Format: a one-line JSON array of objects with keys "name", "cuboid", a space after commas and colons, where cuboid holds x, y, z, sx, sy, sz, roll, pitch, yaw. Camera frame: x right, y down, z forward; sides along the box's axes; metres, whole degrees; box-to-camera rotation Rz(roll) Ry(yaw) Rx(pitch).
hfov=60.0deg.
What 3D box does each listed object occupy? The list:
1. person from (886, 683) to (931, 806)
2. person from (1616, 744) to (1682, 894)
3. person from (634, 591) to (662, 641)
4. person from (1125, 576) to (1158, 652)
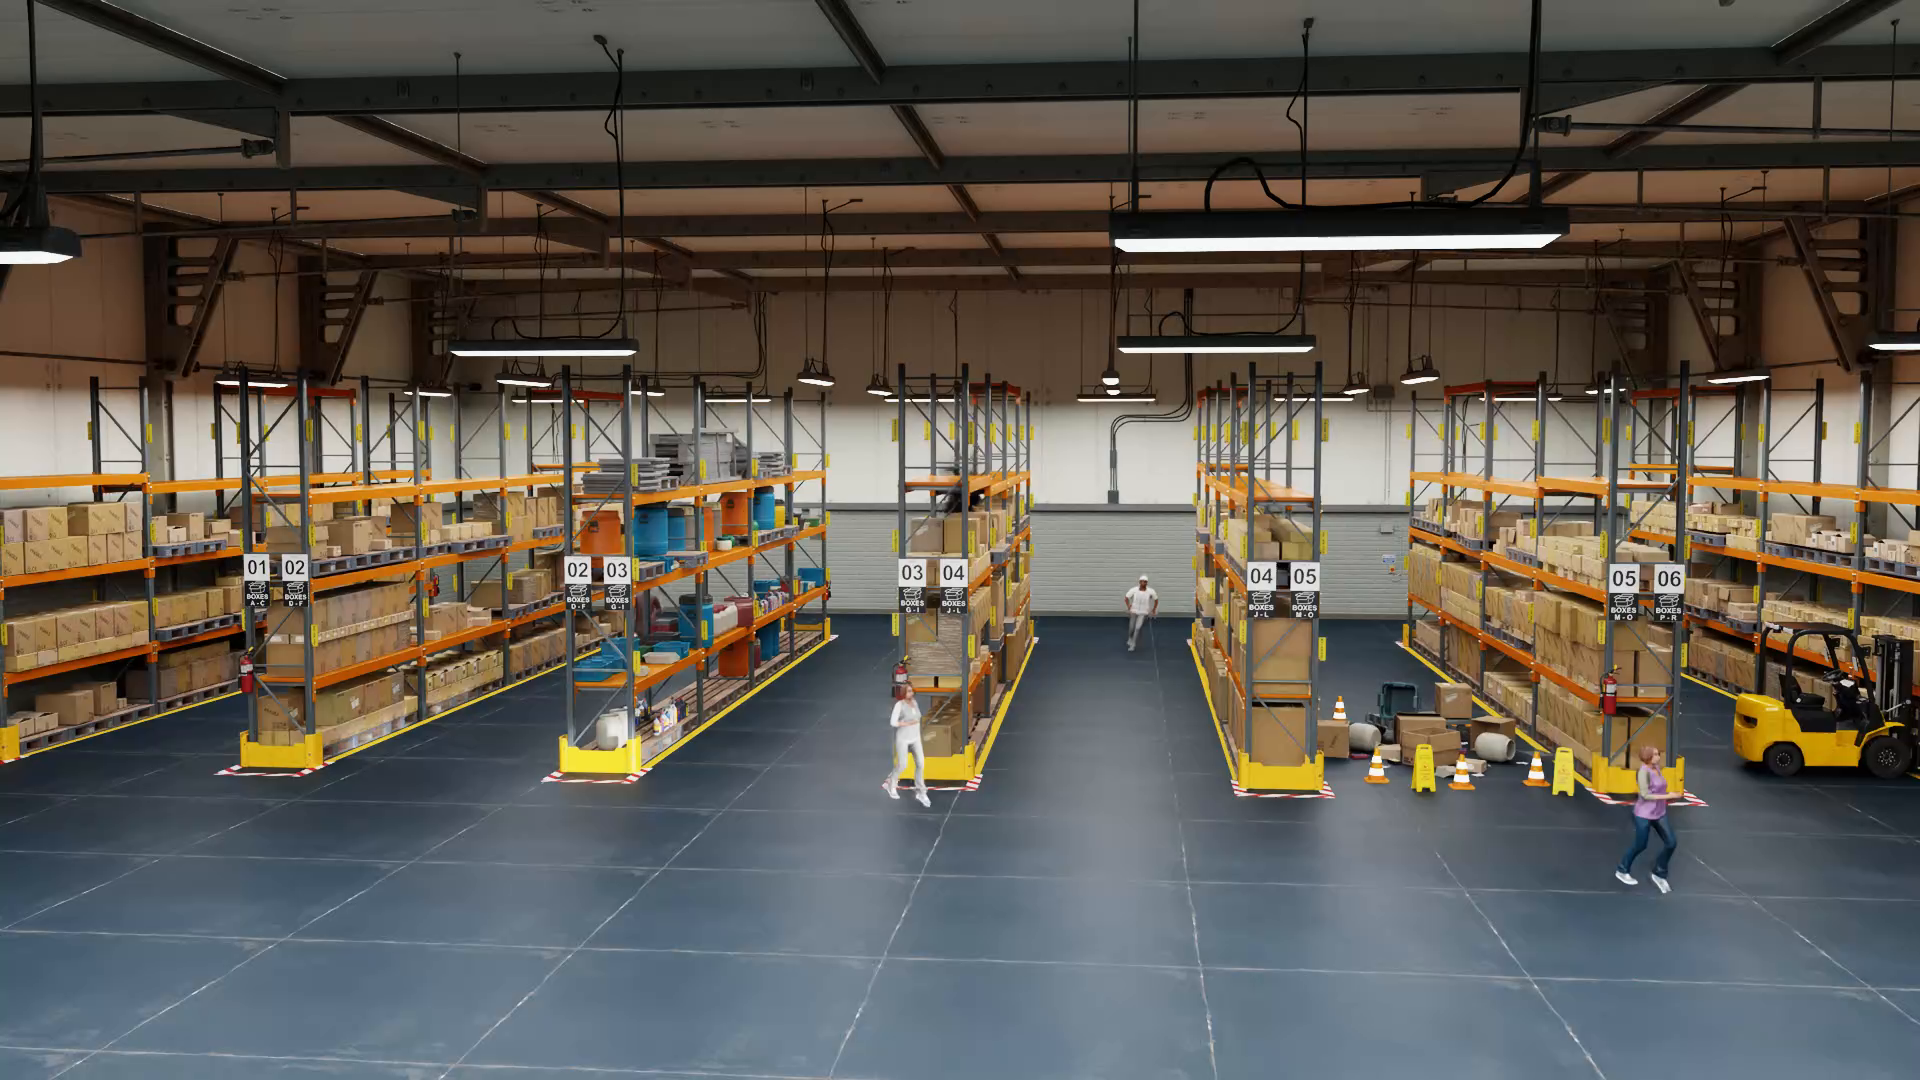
[{"name": "person", "cuboid": [-0.723, 2.748, 22.480, 0.538, 1.631, 0.733, -3, 5, -40]}, {"name": "person", "cuboid": [7.528, 3.041, 18.137, 0.520, 1.643, 0.699, -3, 5, -37]}, {"name": "person", "cuboid": [-6.843, 1.861, 36.144, 0.707, 1.650, 0.632, -1, 4, -9]}, {"name": "person", "cuboid": [4.156, 1.679, 38.284, 0.765, 1.723, 0.910, 1, 4, 13]}]
